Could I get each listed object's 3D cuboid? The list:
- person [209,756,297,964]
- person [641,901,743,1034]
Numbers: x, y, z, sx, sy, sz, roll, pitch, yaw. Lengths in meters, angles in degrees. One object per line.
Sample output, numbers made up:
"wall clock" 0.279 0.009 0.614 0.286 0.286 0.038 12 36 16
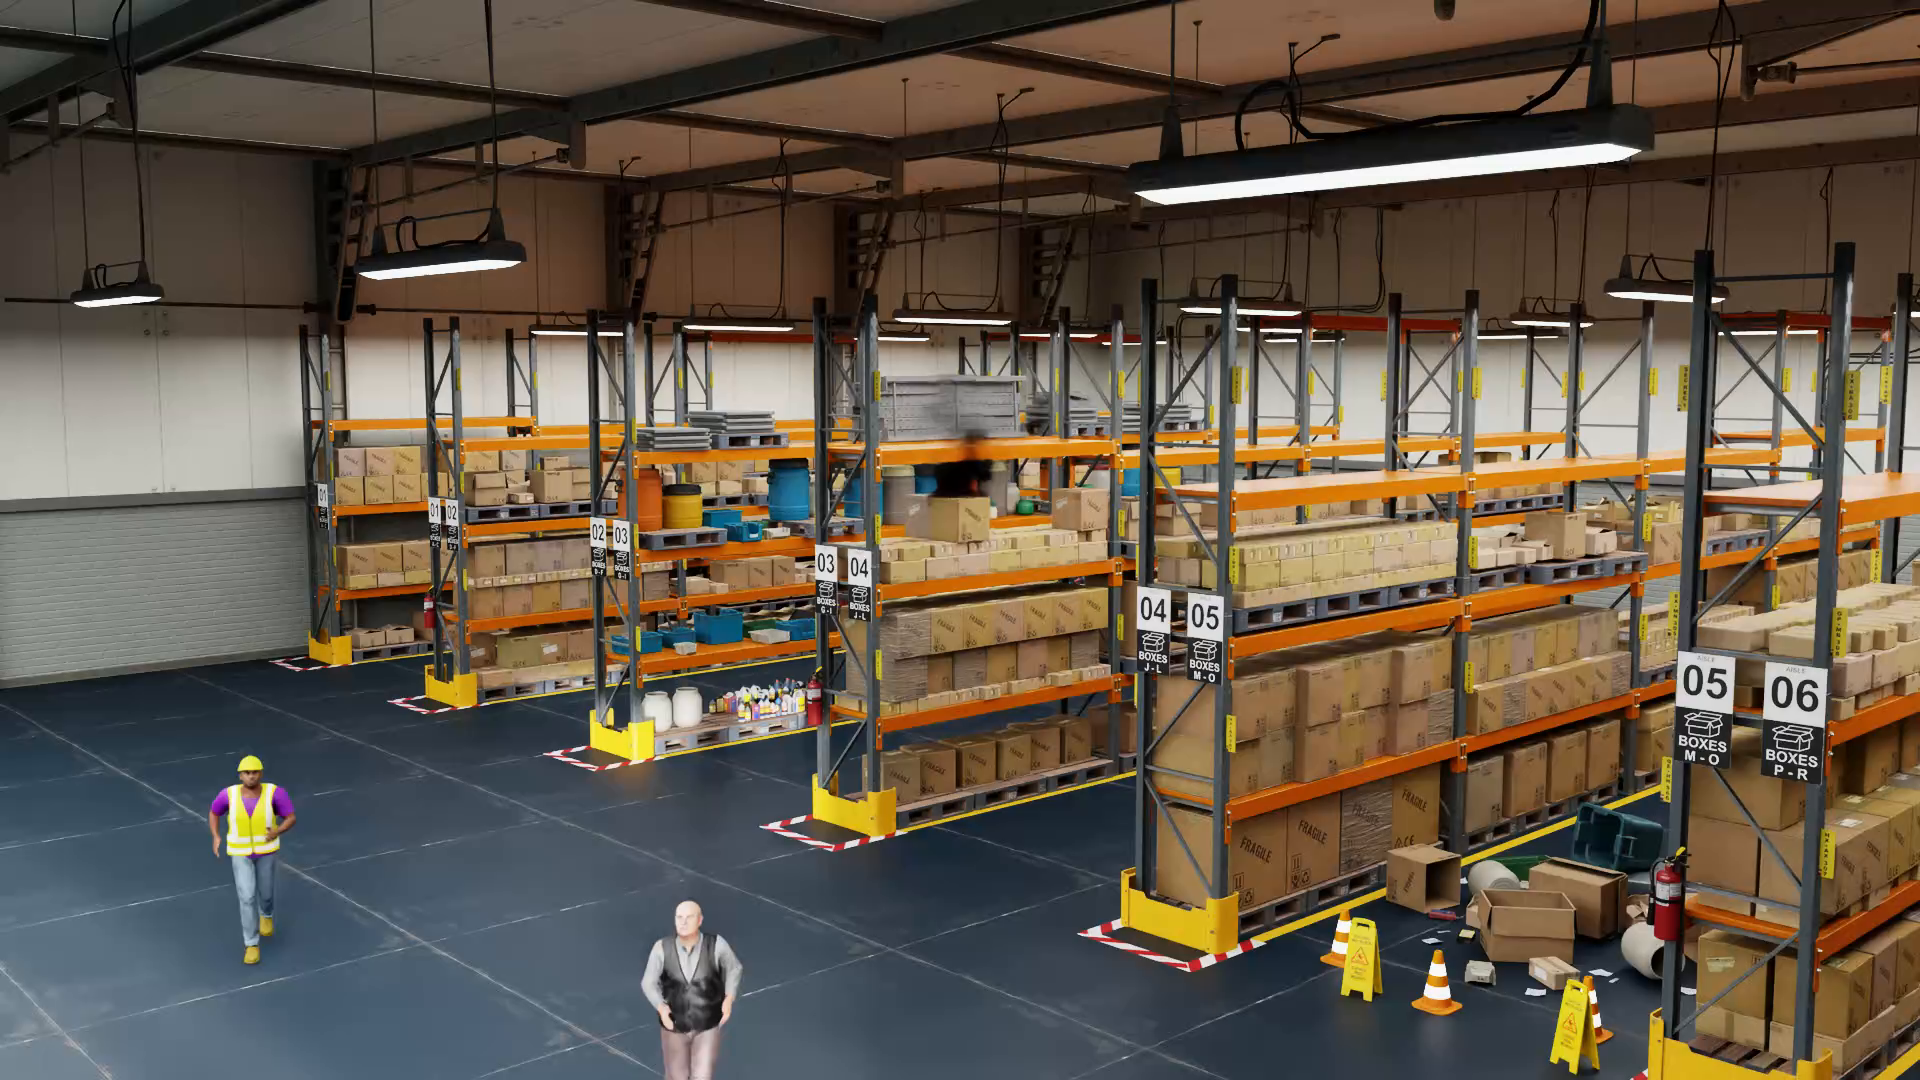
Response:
"person" -6.280 2.779 14.798 0.718 1.760 0.900 -2 6 -23
"person" -1.774 3.219 11.058 0.669 1.720 0.821 -1 6 -7
